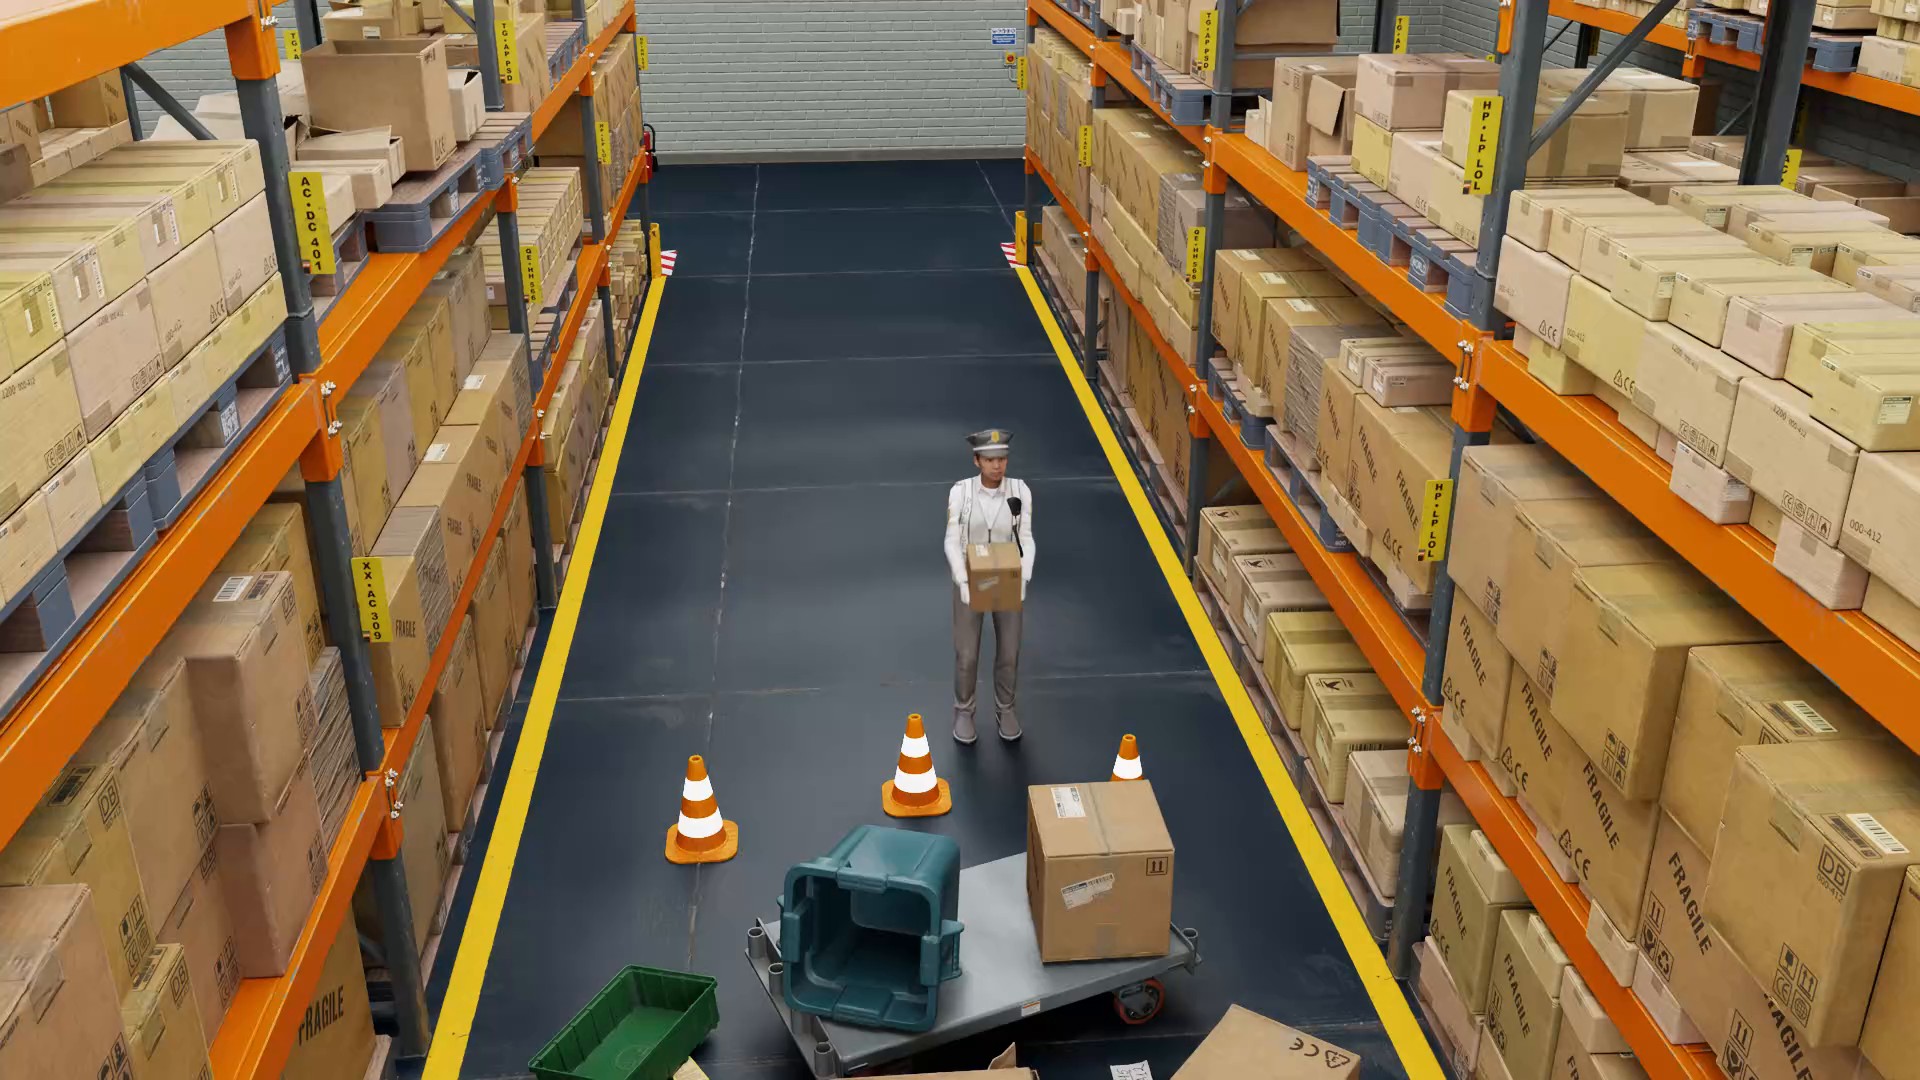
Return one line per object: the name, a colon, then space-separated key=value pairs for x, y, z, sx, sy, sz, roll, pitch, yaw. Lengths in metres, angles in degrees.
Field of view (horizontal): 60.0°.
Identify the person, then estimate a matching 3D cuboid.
person: x=0.152 y=0.235 z=8.550 sx=0.505 sy=1.677 sz=0.360 roll=-3 pitch=24 yaw=-6
